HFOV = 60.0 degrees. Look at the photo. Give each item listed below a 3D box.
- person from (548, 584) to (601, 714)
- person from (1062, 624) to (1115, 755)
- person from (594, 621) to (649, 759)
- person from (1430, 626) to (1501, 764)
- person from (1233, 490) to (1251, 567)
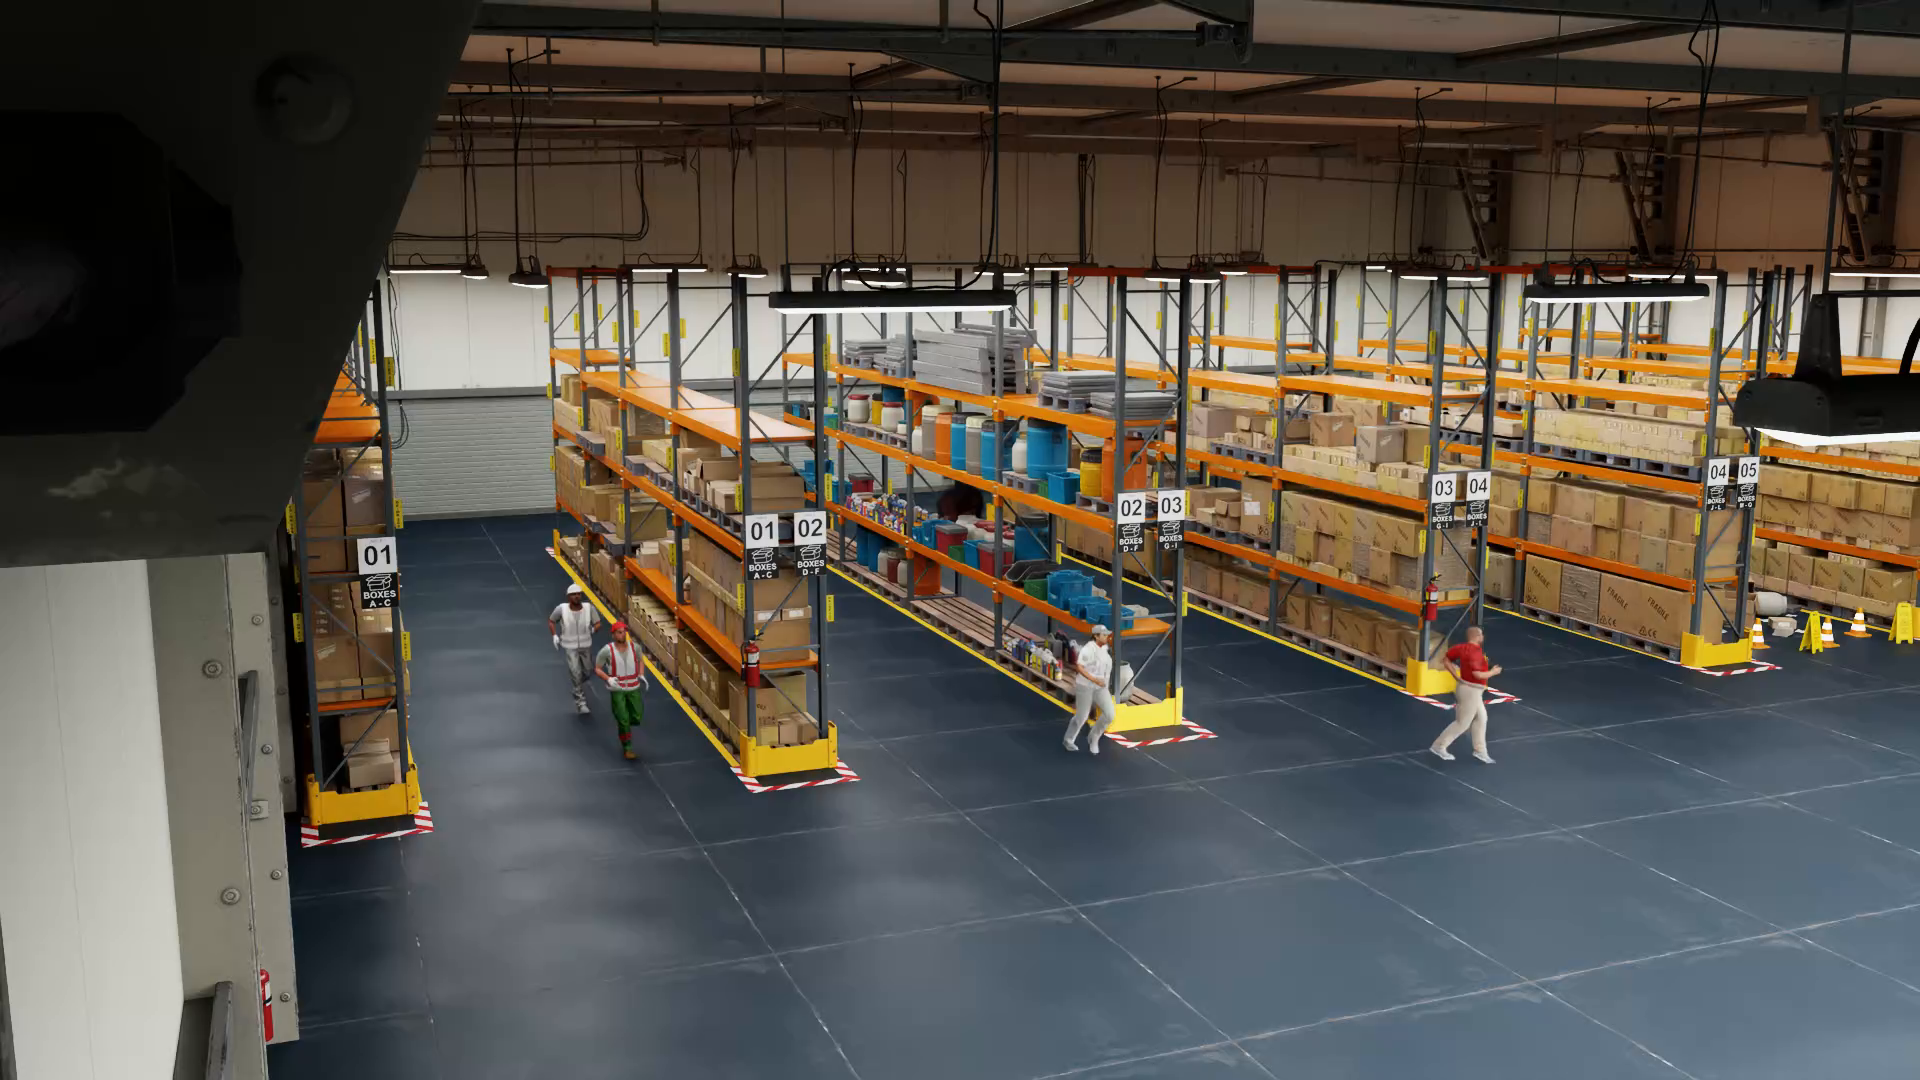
[{"bbox_3d":[-5.305,1.472,23.029,0.691,1.764,0.918,-5,11,-26],"label":"person"},{"bbox_3d":[1.700,1.895,21.140,0.645,1.672,0.623,-9,13,-42],"label":"person"},{"bbox_3d":[-4.260,1.867,20.928,0.664,1.743,0.633,-5,11,-27],"label":"person"},{"bbox_3d":[6.272,1.936,20.558,0.859,1.758,0.633,0,10,2],"label":"person"},{"bbox_3d":[5.527,-0.128,32.448,0.634,1.787,1.104,-5,11,-25],"label":"person"}]
